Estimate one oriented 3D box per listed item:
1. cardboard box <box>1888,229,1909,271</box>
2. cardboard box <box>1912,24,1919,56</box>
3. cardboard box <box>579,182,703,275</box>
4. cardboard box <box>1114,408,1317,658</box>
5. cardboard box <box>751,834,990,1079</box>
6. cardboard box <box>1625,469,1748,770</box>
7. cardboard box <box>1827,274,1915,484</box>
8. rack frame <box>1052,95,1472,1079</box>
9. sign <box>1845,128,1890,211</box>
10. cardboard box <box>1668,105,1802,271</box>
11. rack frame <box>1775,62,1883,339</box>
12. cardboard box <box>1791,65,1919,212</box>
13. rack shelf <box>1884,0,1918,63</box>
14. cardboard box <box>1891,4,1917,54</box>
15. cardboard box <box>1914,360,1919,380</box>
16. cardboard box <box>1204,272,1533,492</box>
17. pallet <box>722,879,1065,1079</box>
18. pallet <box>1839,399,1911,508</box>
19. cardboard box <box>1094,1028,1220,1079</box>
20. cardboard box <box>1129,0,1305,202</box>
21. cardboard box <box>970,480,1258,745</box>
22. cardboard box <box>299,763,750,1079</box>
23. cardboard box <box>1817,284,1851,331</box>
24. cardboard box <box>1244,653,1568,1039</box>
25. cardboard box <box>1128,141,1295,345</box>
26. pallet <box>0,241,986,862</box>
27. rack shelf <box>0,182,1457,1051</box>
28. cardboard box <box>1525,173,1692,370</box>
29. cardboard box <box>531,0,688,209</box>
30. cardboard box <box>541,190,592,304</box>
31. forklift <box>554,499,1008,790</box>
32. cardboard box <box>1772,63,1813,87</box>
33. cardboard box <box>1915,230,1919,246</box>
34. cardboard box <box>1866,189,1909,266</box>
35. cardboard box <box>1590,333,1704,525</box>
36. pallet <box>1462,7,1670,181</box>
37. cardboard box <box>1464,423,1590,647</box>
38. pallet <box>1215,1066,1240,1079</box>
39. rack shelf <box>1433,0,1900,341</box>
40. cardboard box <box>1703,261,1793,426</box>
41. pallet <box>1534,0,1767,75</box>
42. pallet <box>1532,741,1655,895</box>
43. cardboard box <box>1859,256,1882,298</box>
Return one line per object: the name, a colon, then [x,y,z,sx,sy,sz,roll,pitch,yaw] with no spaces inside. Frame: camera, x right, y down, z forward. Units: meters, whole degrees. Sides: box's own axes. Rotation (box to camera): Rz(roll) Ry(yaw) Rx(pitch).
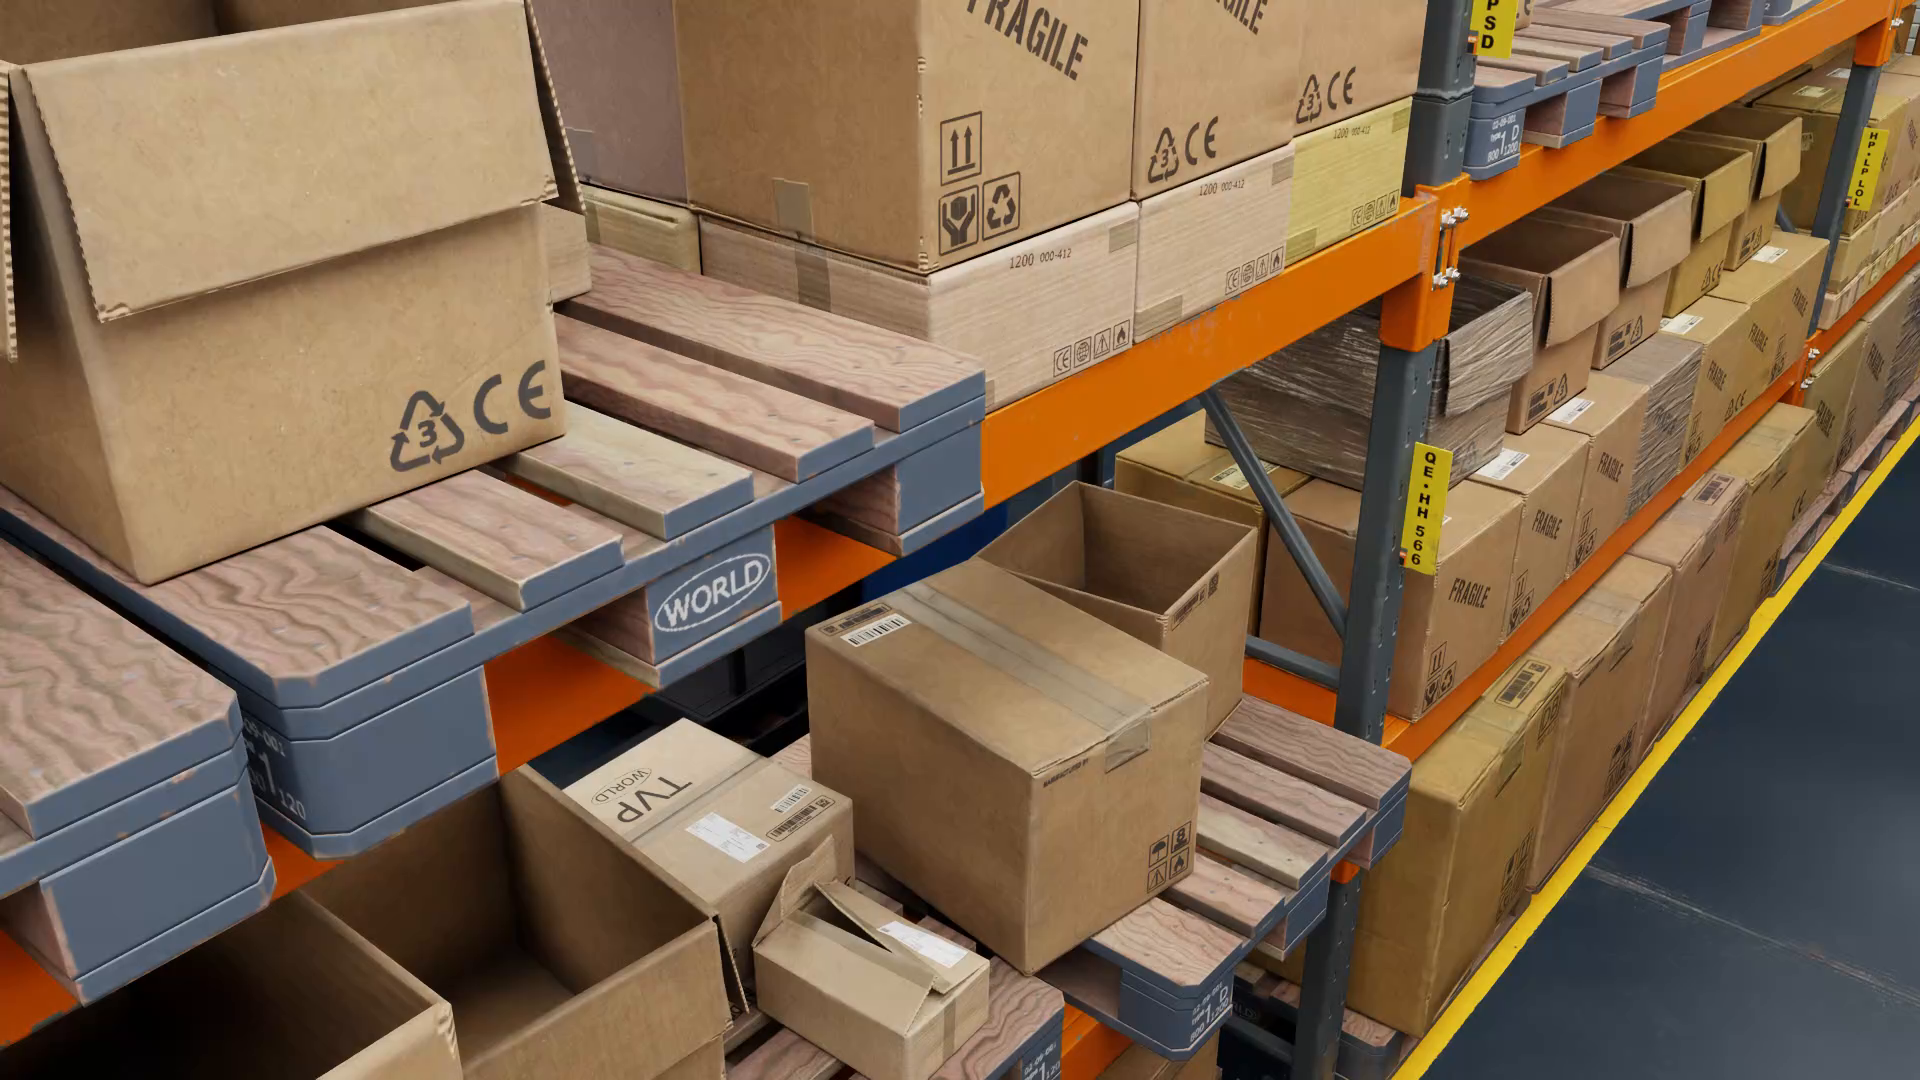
cardboard box: [4.329,-1.434,8.031,0.380,0.149,0.250,20,34,34]
cardboard box: [5.659,-2.734,9.294,0.500,0.500,0.500,21,34,35]
cardboard box: [-0.465,-0.555,2.957,0.500,0.250,0.500,22,34,35]
cardboard box: [0.800,-0.040,4.955,0.500,0.500,0.500,22,35,36]
cardboard box: [-0.175,0.795,3.138,0.396,0.266,0.258,20,33,33]
cardboard box: [2.262,0.140,6.570,1.225,0.875,0.875,19,33,33]
cardboard box: [4.276,-0.939,8.656,0.875,0.875,0.875,21,34,34]
rack frame: [0.677,0.251,4.499,1.000,3.000,0.127,21,34,34]
sign: [3.646,-1.491,6.693,0.100,0.325,0.005,21,34,34]
cardboard box: [2.822,-1.428,6.545,0.797,0.503,0.637,20,33,33]
rack frame: [3.222,-1.167,7.241,1.000,3.000,0.127,21,34,34]
cardboard box: [4.043,-1.833,7.551,0.500,0.500,0.500,21,34,34]
rack shelf: [4.494,-2.889,8.088,1.077,0.370,4.000,21,34,34]
cardboard box: [4.934,-2.715,9.257,0.500,0.500,0.500,20,33,33]
cardboard box: [5.420,-1.577,9.890,0.875,0.875,0.875,21,34,34]
cardboard box: [1.155,-0.493,4.738,0.797,0.503,0.637,22,35,36]
pallet: [-0.550,1.051,3.164,1.003,0.211,1.213,21,34,34]
pallet: [4.541,-0.609,9.198,1.003,0.211,1.213,21,34,34]
cardboard box: [0.267,1.410,4.502,0.700,0.500,0.500,19,33,32]
cardboard box: [0.249,-0.920,2.846,0.500,0.500,0.500,21,34,34]
cardboard box: [0.365,0.224,3.987,0.500,0.500,0.500,16,31,28]
cardboard box: [-0.836,0.796,2.878,0.637,0.503,0.797,-24,36,-39]
cardboard box: [3.666,-1.063,7.313,0.380,0.149,0.250,21,34,35]
cardboard box: [1.132,0.770,5.352,1.225,0.875,0.875,19,33,32]
cardboard box: [0.259,-0.594,3.032,0.500,0.250,0.500,21,34,34]
pallet: [-0.735,-0.136,2.187,1.213,0.211,1.003,21,34,34]
rack shelf: [-0.595,-0.052,2.605,1.077,0.370,4.000,21,34,34]
cardboard box: [1.993,-0.963,5.646,0.797,0.503,0.637,22,35,36]
cardboard box: [-0.460,-0.897,2.801,0.500,0.500,0.500,20,33,33]
cardboard box: [-0.752,-0.439,2.367,0.380,0.166,0.250,20,33,33]
forklift: [-1.071,-0.636,6.289,1.130,2.935,3.031,20,33,33]
cardboard box: [3.629,-1.983,7.842,0.500,0.500,0.500,21,34,35]
cardboard box: [4.657,-1.616,8.383,0.380,0.149,0.250,20,33,33]
cardboard box: [4.043,-1.497,7.719,0.500,0.250,0.500,21,34,34]
cardboard box: [2.165,-0.429,5.705,0.500,0.500,0.500,21,34,35]
pallet: [1.046,-1.241,4.325,1.213,0.211,1.003,23,35,37]
cardboard box: [1.523,-0.069,5.010,0.500,0.500,0.500,20,33,33]
pallet: [0.179,1.767,4.605,1.003,0.211,1.213,21,34,34]
rack shelf: [1.949,-1.470,5.346,1.077,0.370,4.000,21,34,34]
cardboard box: [2.815,-0.792,6.408,0.500,0.500,0.500,22,35,36]
pallet: [1.755,-1.638,5.093,1.003,0.211,1.213,23,35,37]
pallet: [2.013,0.802,6.470,1.003,0.211,1.213,21,34,34]
cardboard box: [4.000,-1.250,7.674,0.380,0.149,0.250,22,35,36]
